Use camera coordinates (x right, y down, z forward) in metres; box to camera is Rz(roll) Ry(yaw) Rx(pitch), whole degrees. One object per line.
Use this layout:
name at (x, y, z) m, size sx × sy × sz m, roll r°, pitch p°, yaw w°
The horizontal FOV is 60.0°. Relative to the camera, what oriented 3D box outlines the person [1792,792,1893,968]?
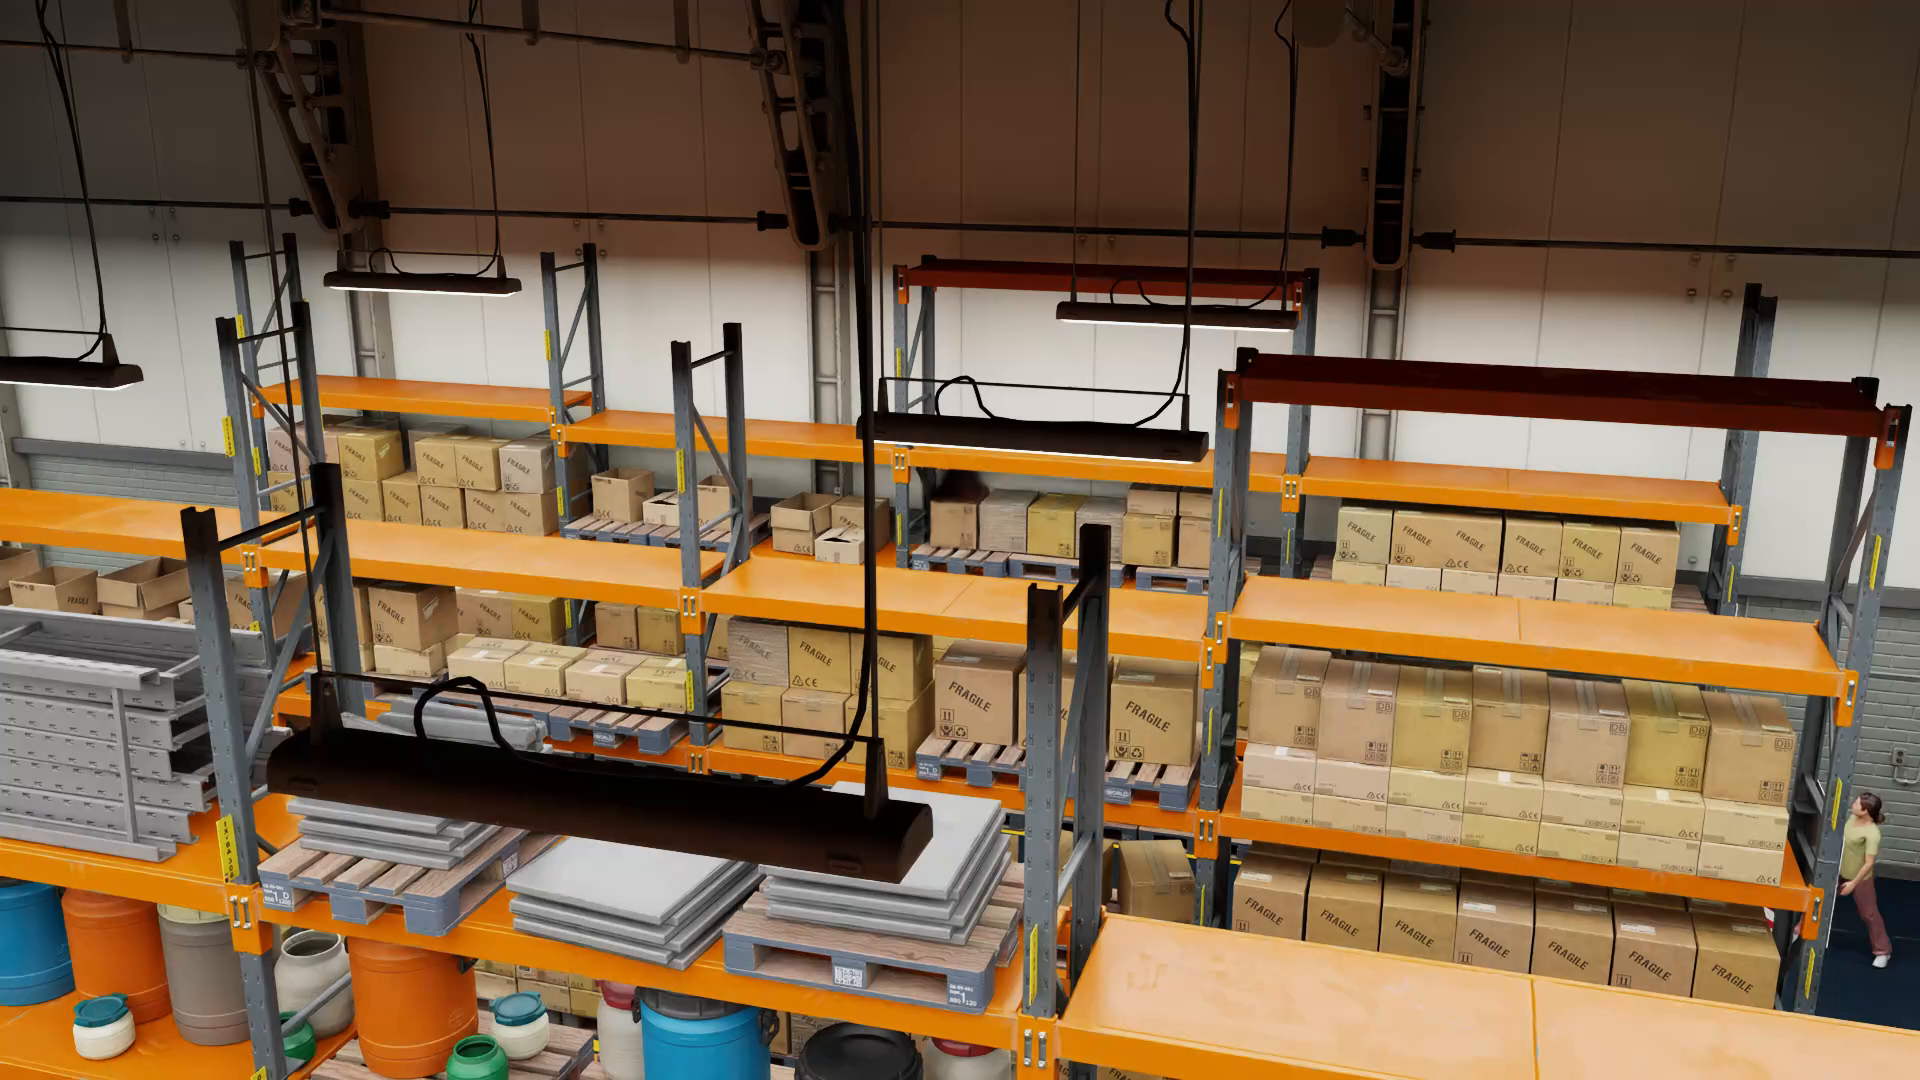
person at (8.132, 3.064, 15.194) m, size 0.843 × 1.637 × 0.642 m, roll -3°, pitch 16°, yaw -9°
